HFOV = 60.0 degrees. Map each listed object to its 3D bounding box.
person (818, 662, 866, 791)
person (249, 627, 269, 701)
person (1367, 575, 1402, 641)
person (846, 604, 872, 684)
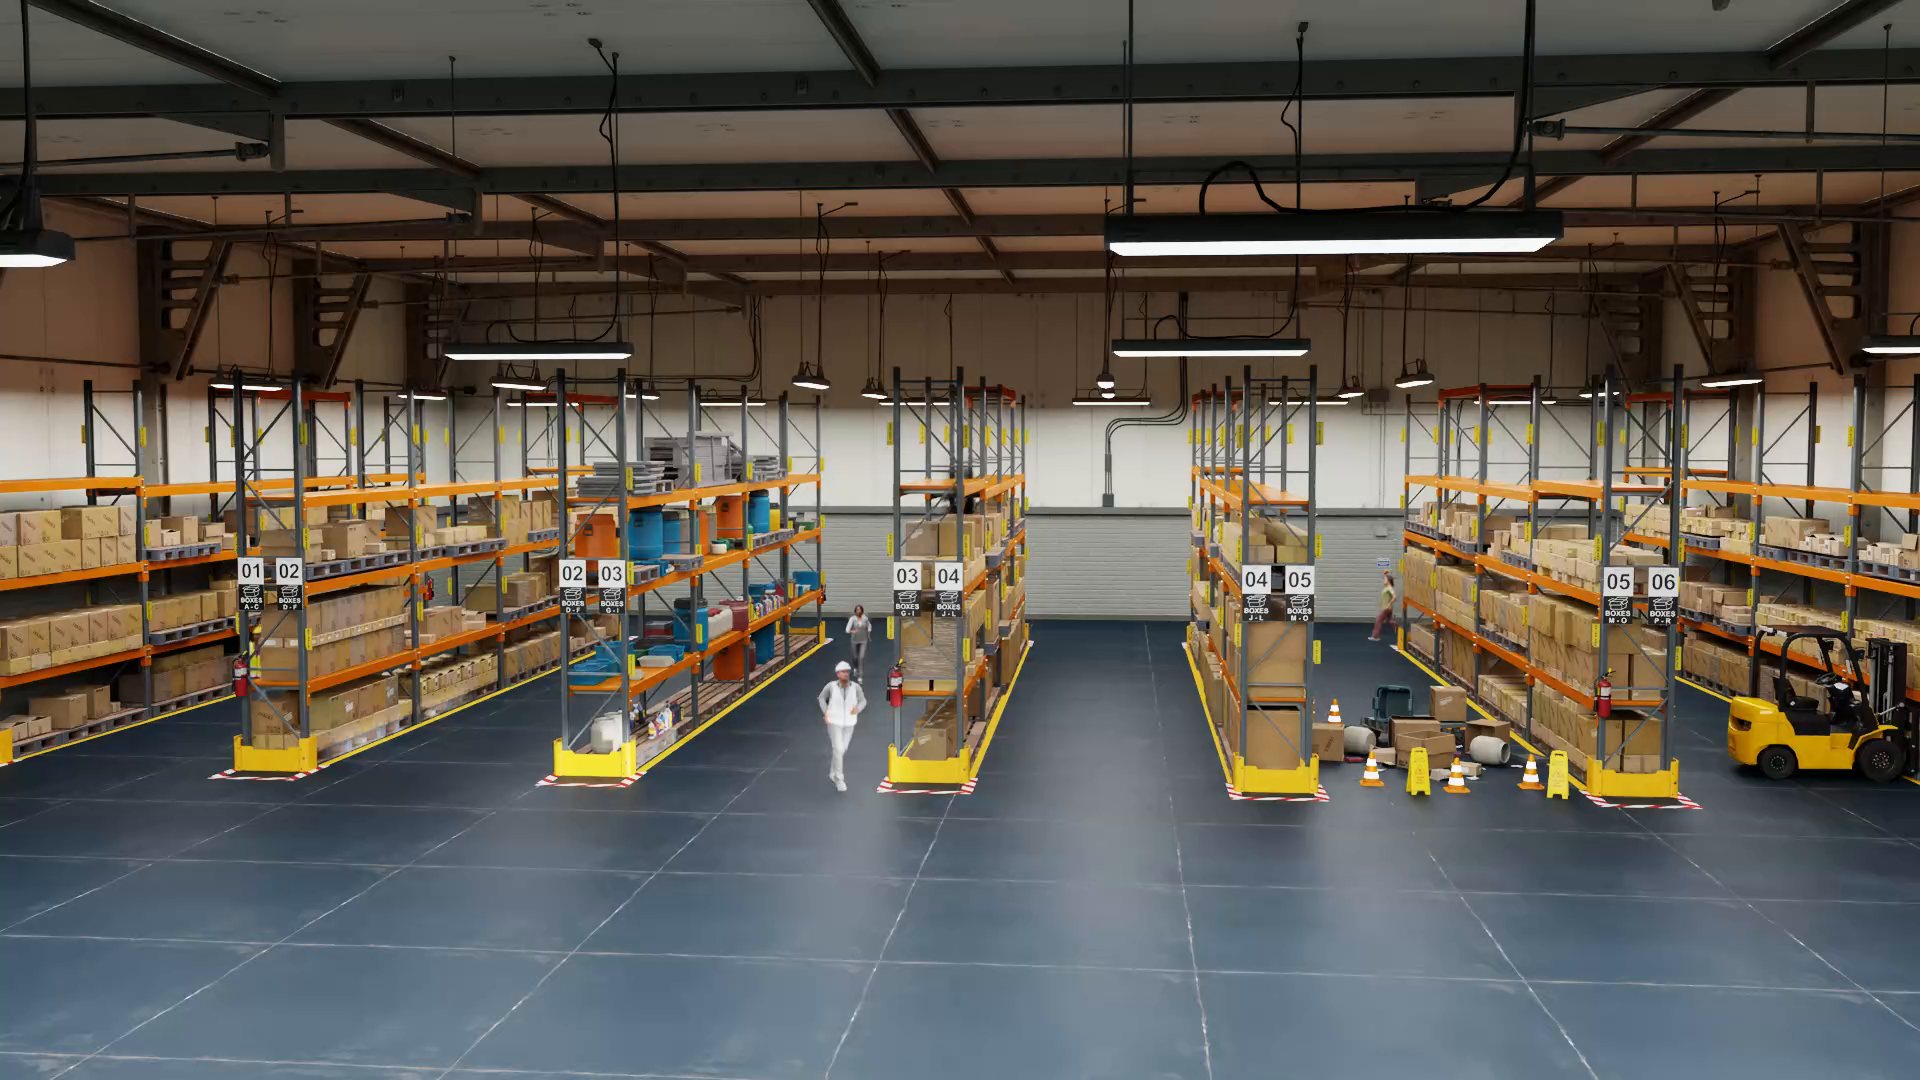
[{"bbox_3d":[-1.664,2.611,23.761,0.647,1.774,0.901,-1,4,-21],"label":"person"},{"bbox_3d":[-11.962,2.352,28.427,0.699,1.752,0.923,0,4,-6],"label":"person"},{"bbox_3d":[10.380,1.660,40.426,0.936,1.630,0.639,1,4,16],"label":"person"},{"bbox_3d":[-2.058,2.092,33.799,0.539,1.582,0.851,0,4,-7],"label":"person"}]
